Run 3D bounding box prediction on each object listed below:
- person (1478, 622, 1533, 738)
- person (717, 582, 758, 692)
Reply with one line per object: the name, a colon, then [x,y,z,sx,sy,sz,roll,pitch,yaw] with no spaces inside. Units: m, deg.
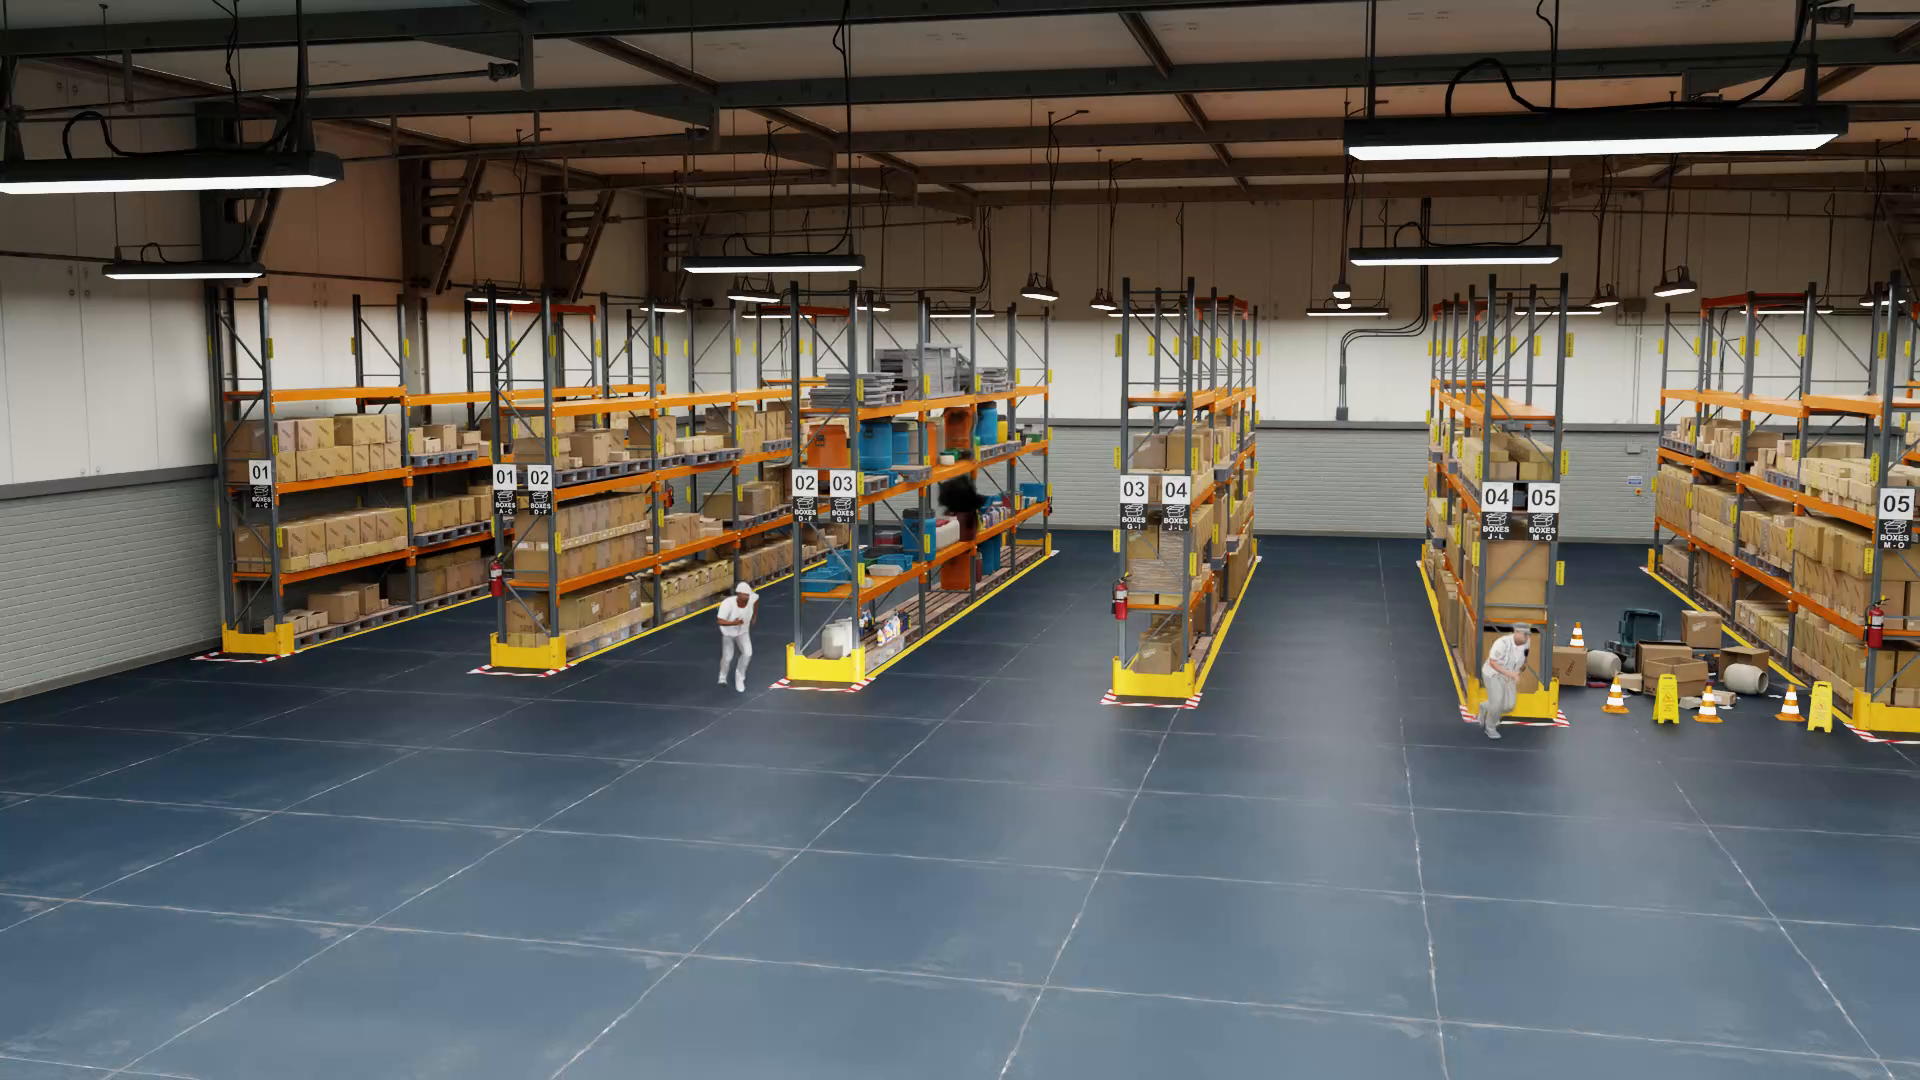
person: [7.011,1.781,21.383,0.685,1.566,0.868,-3,7,-24]
person: [-3.275,1.410,24.418,0.743,1.670,0.968,-4,8,-32]
